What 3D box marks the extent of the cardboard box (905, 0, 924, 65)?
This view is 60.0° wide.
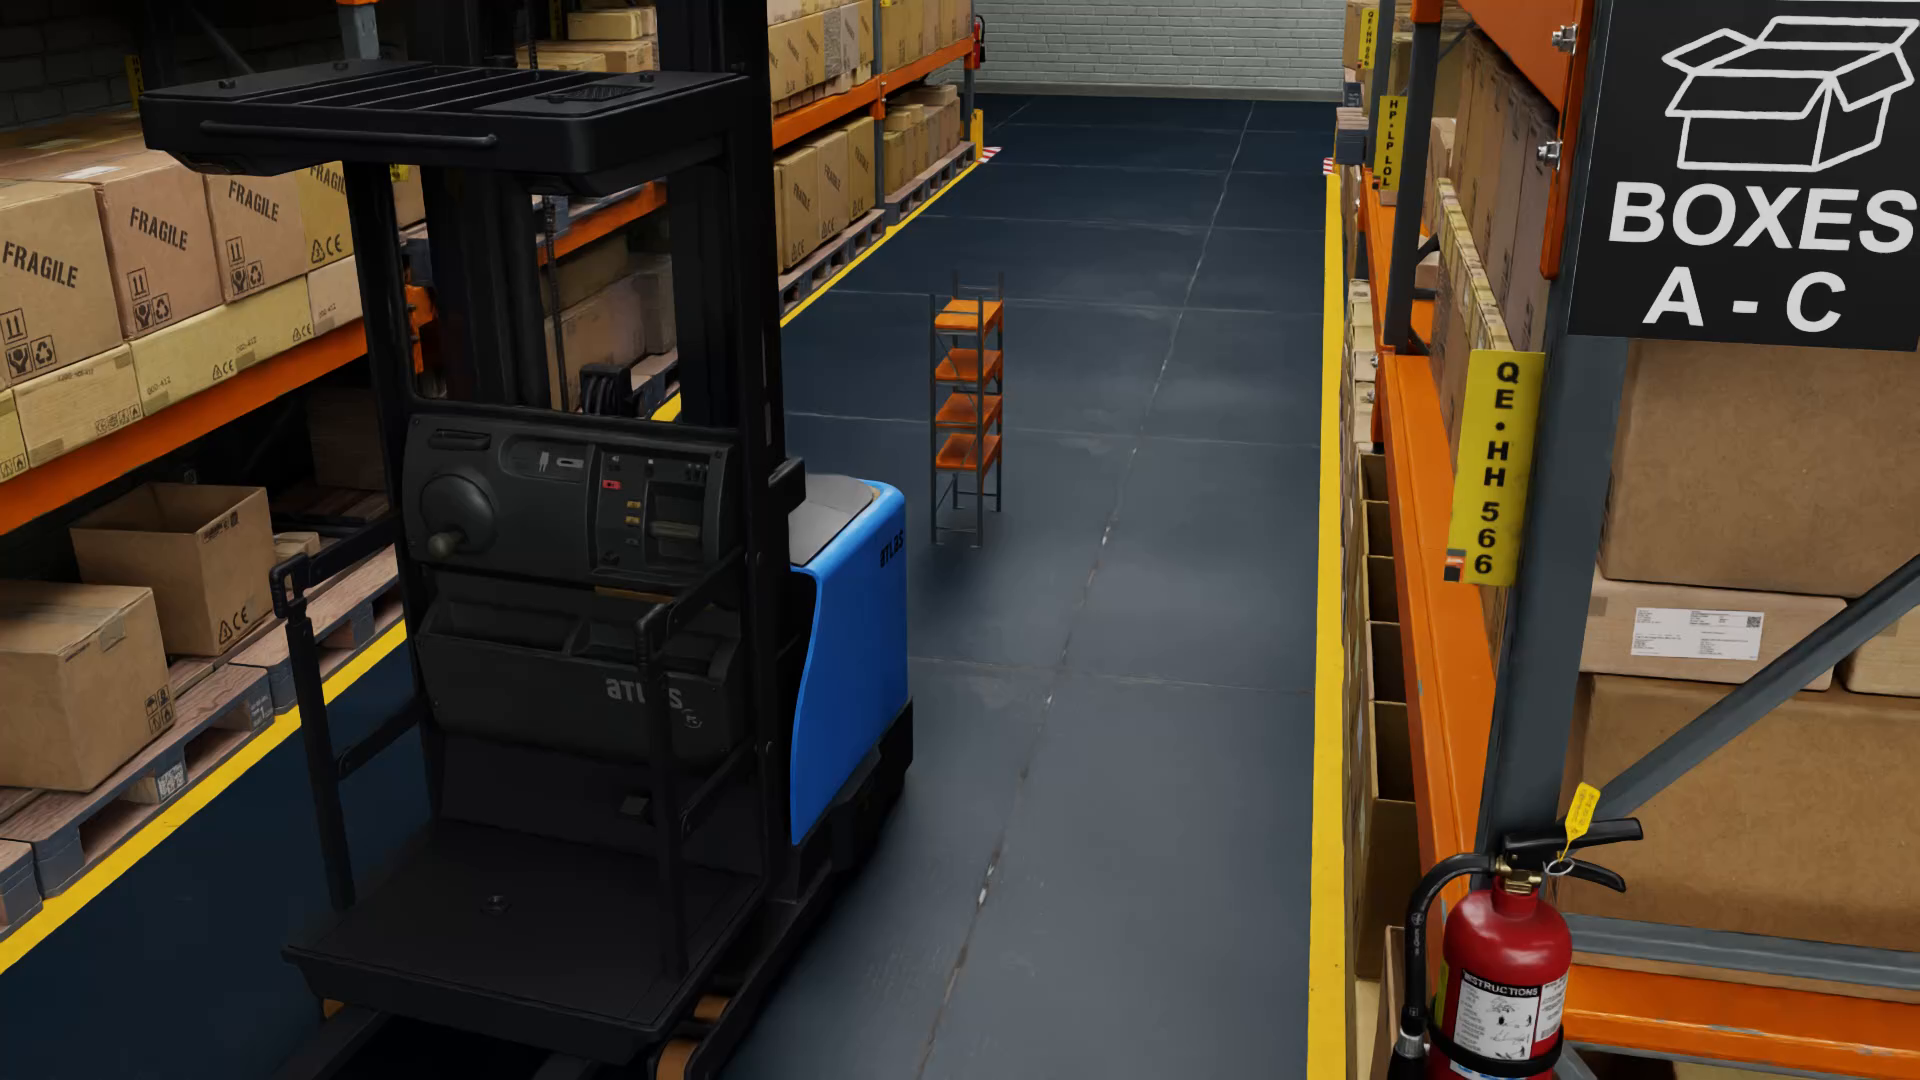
[{"bbox_3d":[-0.884,-4.766,15.270,0.980,0.700,0.700,4,22,10],"label":"cardboard box"}]

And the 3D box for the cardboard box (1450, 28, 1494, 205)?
[{"bbox_3d":[1.968,-1.346,5.311,0.700,0.500,0.500,5,22,11],"label":"cardboard box"}]

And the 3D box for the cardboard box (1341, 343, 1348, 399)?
[{"bbox_3d":[2.373,-0.890,9.167,0.500,0.250,0.500,4,22,9],"label":"cardboard box"}]

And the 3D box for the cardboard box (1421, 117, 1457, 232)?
[{"bbox_3d":[2.543,-1.755,8.063,0.500,0.500,0.500,3,22,8],"label":"cardboard box"}]

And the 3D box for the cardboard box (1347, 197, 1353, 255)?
[{"bbox_3d":[3.141,-2.295,12.293,0.500,0.500,0.500,5,22,12],"label":"cardboard box"}]

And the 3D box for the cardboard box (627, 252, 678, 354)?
[{"bbox_3d":[-2.077,-1.477,10.264,0.700,0.500,0.500,5,22,12],"label":"cardboard box"}]

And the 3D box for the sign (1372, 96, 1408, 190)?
[{"bbox_3d":[1.520,-1.399,5.868,0.100,0.325,0.005,4,22,11],"label":"sign"}]

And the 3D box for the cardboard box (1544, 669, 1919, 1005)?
[{"bbox_3d":[1.344,0.386,2.746,0.700,0.500,0.500,4,22,11],"label":"cardboard box"}]

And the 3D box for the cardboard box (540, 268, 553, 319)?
[{"bbox_3d":[-2.475,-1.252,8.700,0.500,0.250,0.500,4,22,9],"label":"cardboard box"}]

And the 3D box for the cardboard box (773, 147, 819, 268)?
[{"bbox_3d":[-1.518,-2.476,12.303,0.750,0.750,0.750,4,22,11],"label":"cardboard box"}]

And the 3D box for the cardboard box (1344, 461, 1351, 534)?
[{"bbox_3d":[1.959,-0.139,7.302,0.500,0.250,0.500,4,22,10],"label":"cardboard box"}]

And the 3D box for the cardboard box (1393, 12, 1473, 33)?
[{"bbox_3d":[3.385,-3.377,11.527,0.700,0.500,0.500,-1,22,-3],"label":"cardboard box"}]

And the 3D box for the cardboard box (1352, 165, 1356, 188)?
[{"bbox_3d":[3.144,-2.655,12.184,0.500,0.250,0.500,5,22,11],"label":"cardboard box"}]

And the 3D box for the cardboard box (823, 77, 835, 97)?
[{"bbox_3d":[-1.193,-3.540,12.937,0.380,0.149,0.250,4,22,11],"label":"cardboard box"}]

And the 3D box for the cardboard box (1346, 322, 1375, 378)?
[{"bbox_3d":[2.269,-0.955,8.577,0.500,0.311,0.500,4,22,9],"label":"cardboard box"}]

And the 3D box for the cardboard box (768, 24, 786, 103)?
[{"bbox_3d":[-1.516,-3.243,11.331,0.500,0.500,0.500,5,23,13],"label":"cardboard box"}]

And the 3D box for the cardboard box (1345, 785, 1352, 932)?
[{"bbox_3d":[1.351,0.915,4.686,0.500,0.250,0.500,4,22,11],"label":"cardboard box"}]

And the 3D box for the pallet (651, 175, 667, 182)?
[{"bbox_3d":[-2.022,-2.342,9.911,1.213,0.211,1.003,4,22,11],"label":"pallet"}]

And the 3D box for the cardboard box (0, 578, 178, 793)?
[{"bbox_3d":[-3.069,0.462,5.448,0.700,0.500,0.500,3,22,8],"label":"cardboard box"}]

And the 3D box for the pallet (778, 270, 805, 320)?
[{"bbox_3d":[-1.747,-1.689,11.765,1.003,0.211,1.213,4,22,11],"label":"pallet"}]

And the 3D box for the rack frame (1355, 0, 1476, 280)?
[{"bbox_3d":[2.869,-2.324,9.608,1.000,3.000,0.127,4,22,11],"label":"rack frame"}]

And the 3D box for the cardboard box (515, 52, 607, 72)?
[{"bbox_3d":[-2.300,-2.320,8.877,0.700,0.500,0.500,4,22,11],"label":"cardboard box"}]

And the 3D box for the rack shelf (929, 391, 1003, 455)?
[{"bbox_3d":[0.034,-0.555,7.805,0.258,0.148,0.480,4,22,11],"label":"rack shelf"}]

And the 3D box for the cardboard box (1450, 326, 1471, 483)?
[{"bbox_3d":[1.761,-0.368,4.618,0.700,0.500,0.500,5,22,12],"label":"cardboard box"}]

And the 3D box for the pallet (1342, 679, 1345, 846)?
[{"bbox_3d":[1.849,0.720,5.783,1.003,0.211,1.213,4,22,11],"label":"pallet"}]

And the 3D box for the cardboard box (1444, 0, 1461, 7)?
[{"bbox_3d":[4.057,-4.448,13.410,0.500,0.500,0.500,5,22,12],"label":"cardboard box"}]

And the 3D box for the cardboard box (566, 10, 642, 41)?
[{"bbox_3d":[-2.073,-3.004,9.707,0.380,0.149,0.250,1,22,2],"label":"cardboard box"}]

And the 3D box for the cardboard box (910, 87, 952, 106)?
[{"bbox_3d":[-0.293,-4.544,17.037,0.380,0.149,0.250,5,22,12],"label":"cardboard box"}]

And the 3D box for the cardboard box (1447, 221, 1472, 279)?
[{"bbox_3d":[1.654,-0.842,4.928,0.380,0.149,0.250,4,22,10],"label":"cardboard box"}]

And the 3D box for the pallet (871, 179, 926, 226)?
[{"bbox_3d":[-0.933,-3.142,15.371,1.003,0.211,1.213,4,22,11],"label":"pallet"}]

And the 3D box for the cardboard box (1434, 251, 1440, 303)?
[{"bbox_3d":[2.110,-0.975,6.459,0.500,0.250,0.500,6,23,14],"label":"cardboard box"}]

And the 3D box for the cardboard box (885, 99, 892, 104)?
[{"bbox_3d":[-0.873,-4.203,16.190,0.380,0.149,0.250,4,22,10],"label":"cardboard box"}]

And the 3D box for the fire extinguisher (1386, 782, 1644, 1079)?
[{"bbox_3d":[0.758,0.646,2.339,0.296,0.674,0.183,4,22,11],"label":"fire extinguisher"}]

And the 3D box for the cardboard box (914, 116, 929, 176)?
[{"bbox_3d":[-0.699,-3.835,16.144,0.700,0.500,0.500,5,22,12],"label":"cardboard box"}]

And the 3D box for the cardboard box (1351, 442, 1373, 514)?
[{"bbox_3d":[1.855,-0.210,6.728,0.500,0.311,0.500,4,22,11],"label":"cardboard box"}]

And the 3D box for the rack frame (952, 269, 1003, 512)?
[{"bbox_3d":[0.084,-0.706,8.001,0.240,1.200,0.015,4,22,11],"label":"rack frame"}]

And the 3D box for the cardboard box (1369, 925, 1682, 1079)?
[{"bbox_3d":[1.055,1.116,3.182,0.500,0.500,0.500,4,22,11],"label":"cardboard box"}]

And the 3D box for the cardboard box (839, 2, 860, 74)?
[{"bbox_3d":[-1.107,-3.981,13.165,0.500,0.500,0.500,5,22,11],"label":"cardboard box"}]

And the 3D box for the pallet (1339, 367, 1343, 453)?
[{"bbox_3d":[2.663,-0.732,9.389,1.003,0.211,1.213,4,22,11],"label":"pallet"}]

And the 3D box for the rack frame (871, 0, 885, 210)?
[{"bbox_3d":[-1.165,-4.163,14.175,1.000,3.000,0.127,4,22,11],"label":"rack frame"}]

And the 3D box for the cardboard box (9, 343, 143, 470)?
[{"bbox_3d":[-2.896,-0.430,5.079,0.500,0.250,0.500,5,22,11],"label":"cardboard box"}]

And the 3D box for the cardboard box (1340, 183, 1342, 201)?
[{"bbox_3d":[3.541,-3.040,14.614,0.380,0.149,0.250,4,22,11],"label":"cardboard box"}]

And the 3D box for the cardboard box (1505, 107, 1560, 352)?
[{"bbox_3d":[1.559,-0.612,3.489,0.700,0.500,0.500,5,22,11],"label":"cardboard box"}]

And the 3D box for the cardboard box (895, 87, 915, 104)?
[{"bbox_3d":[-0.667,-4.574,17.111,0.380,0.149,0.250,5,22,11],"label":"cardboard box"}]

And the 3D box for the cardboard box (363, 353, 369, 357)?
[{"bbox_3d":[-2.607,-0.745,8.445,0.700,0.500,0.500,4,22,10],"label":"cardboard box"}]

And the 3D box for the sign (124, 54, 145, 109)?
[{"bbox_3d":[-3.342,-1.815,6.796,0.100,0.325,0.005,4,22,11],"label":"sign"}]

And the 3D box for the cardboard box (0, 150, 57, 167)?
[{"bbox_3d":[-3.314,-0.998,5.487,0.500,0.500,0.500,5,22,12],"label":"cardboard box"}]

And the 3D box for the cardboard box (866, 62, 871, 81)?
[{"bbox_3d":[-0.957,-3.910,13.857,0.380,0.149,0.250,5,22,11],"label":"cardboard box"}]

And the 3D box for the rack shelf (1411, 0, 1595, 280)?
[{"bbox_3d":[1.645,-1.187,3.734,1.077,0.370,4.000,4,22,11],"label":"rack shelf"}]

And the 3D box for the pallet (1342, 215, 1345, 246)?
[{"bbox_3d":[3.826,-2.744,14.385,1.003,0.211,1.213,4,22,11],"label":"pallet"}]

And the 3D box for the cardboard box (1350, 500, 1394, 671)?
[{"bbox_3d":[1.557,0.201,5.454,0.500,0.500,0.500,4,22,11],"label":"cardboard box"}]

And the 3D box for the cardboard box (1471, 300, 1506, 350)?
[{"bbox_3d":[1.442,-0.467,3.996,0.380,0.149,0.250,4,22,10],"label":"cardboard box"}]

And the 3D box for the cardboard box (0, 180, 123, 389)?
[{"bbox_3d":[-2.906,-0.772,4.925,0.500,0.500,0.500,5,23,13],"label":"cardboard box"}]

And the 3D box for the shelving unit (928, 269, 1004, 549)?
[{"bbox_3d":[0.034,-0.617,7.780,0.258,1.200,0.503,4,22,11],"label":"shelving unit"}]

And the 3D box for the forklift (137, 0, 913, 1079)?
[{"bbox_3d":[-1.098,-0.082,4.134,1.130,2.935,3.031,7,23,16],"label":"forklift"}]

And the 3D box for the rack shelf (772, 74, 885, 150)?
[{"bbox_3d":[-1.573,-3.098,12.493,1.077,0.370,4.000,4,22,11],"label":"rack shelf"}]

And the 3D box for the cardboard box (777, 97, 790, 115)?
[{"bbox_3d":[-1.452,-3.168,12.015,0.380,0.149,0.250,5,22,12],"label":"cardboard box"}]

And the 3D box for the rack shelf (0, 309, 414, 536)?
[{"bbox_3d":[-3.206,-0.172,5.228,1.077,0.370,4.000,4,22,11],"label":"rack shelf"}]
